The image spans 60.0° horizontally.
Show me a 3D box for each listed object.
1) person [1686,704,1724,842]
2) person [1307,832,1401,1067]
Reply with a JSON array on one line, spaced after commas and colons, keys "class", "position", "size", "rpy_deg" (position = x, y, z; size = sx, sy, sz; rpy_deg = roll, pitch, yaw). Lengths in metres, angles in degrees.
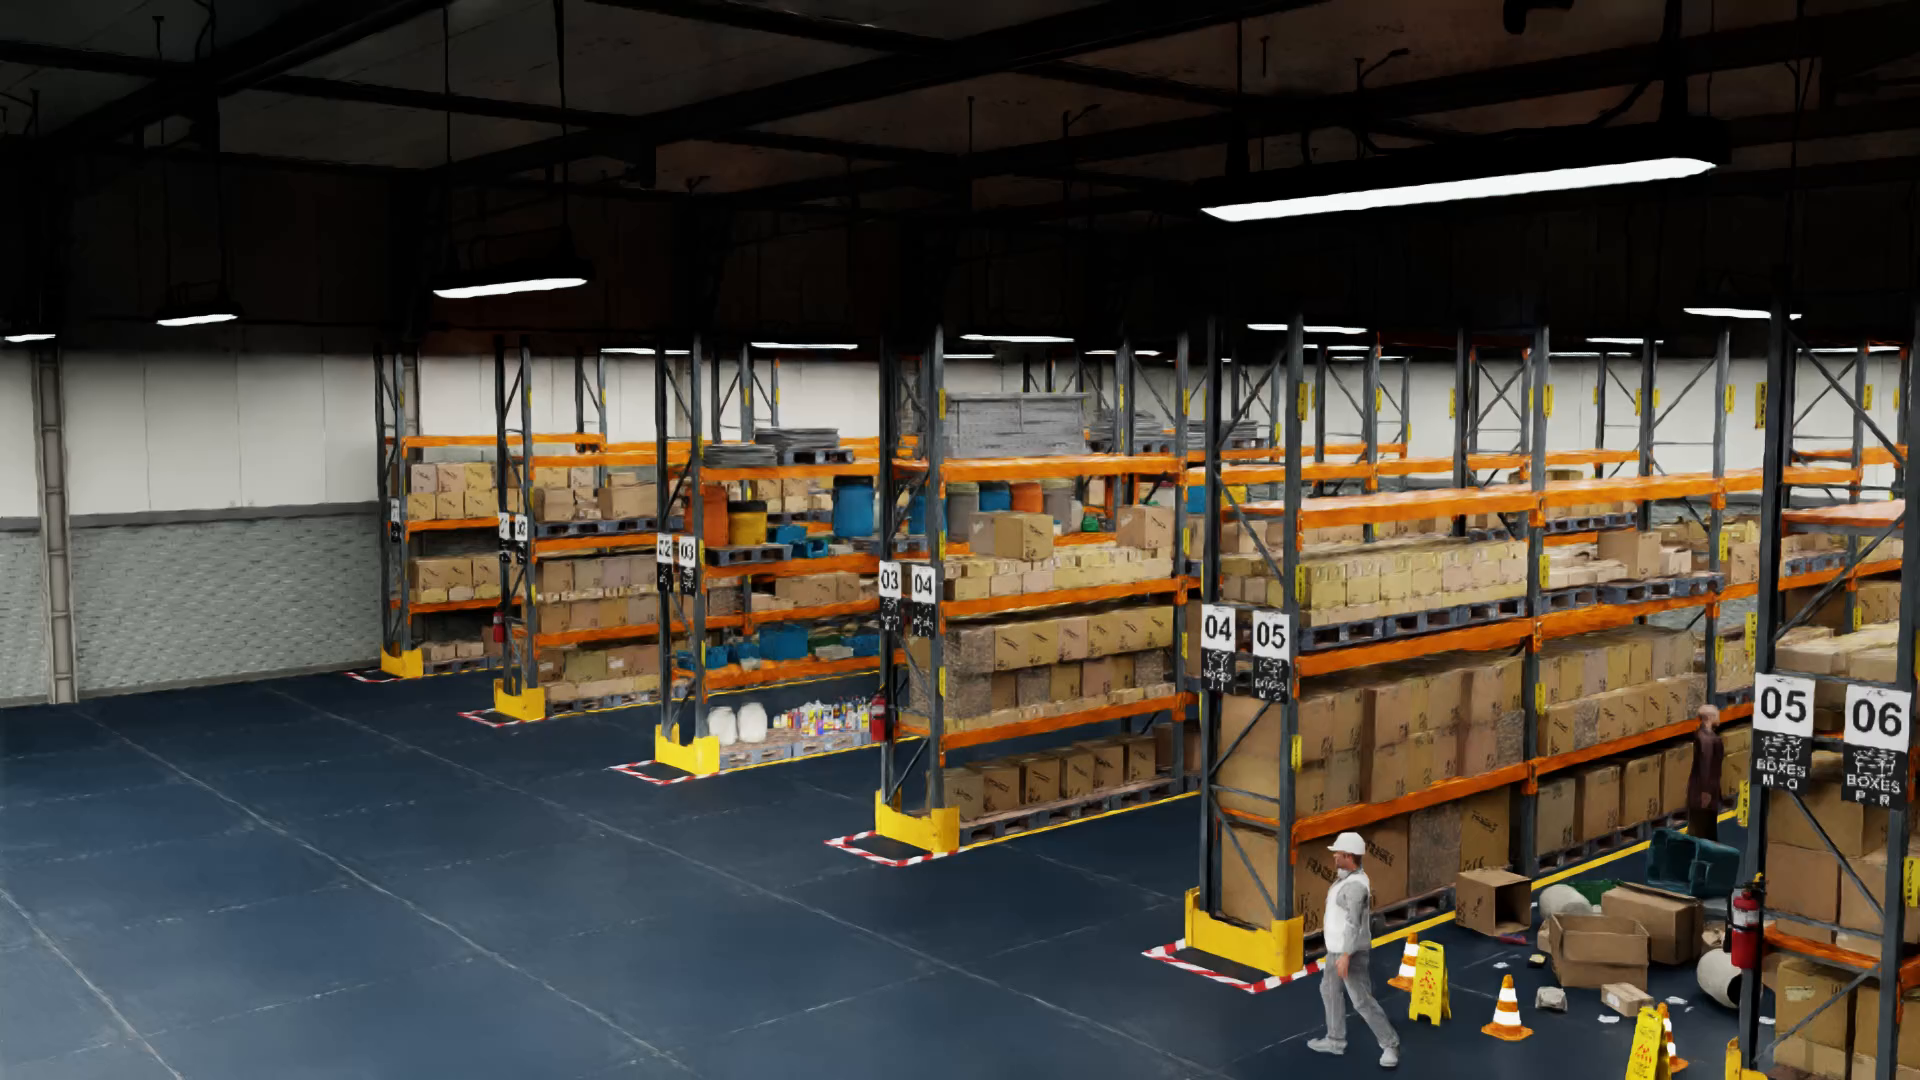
[{"class": "person", "position": [8.047, 2.642, 17.816], "size": [0.570, 1.788, 0.725], "rpy_deg": [2, 6, 21]}, {"class": "person", "position": [3.058, 3.128, 12.834], "size": [0.693, 1.757, 0.661], "rpy_deg": [1, 5, 8]}]
